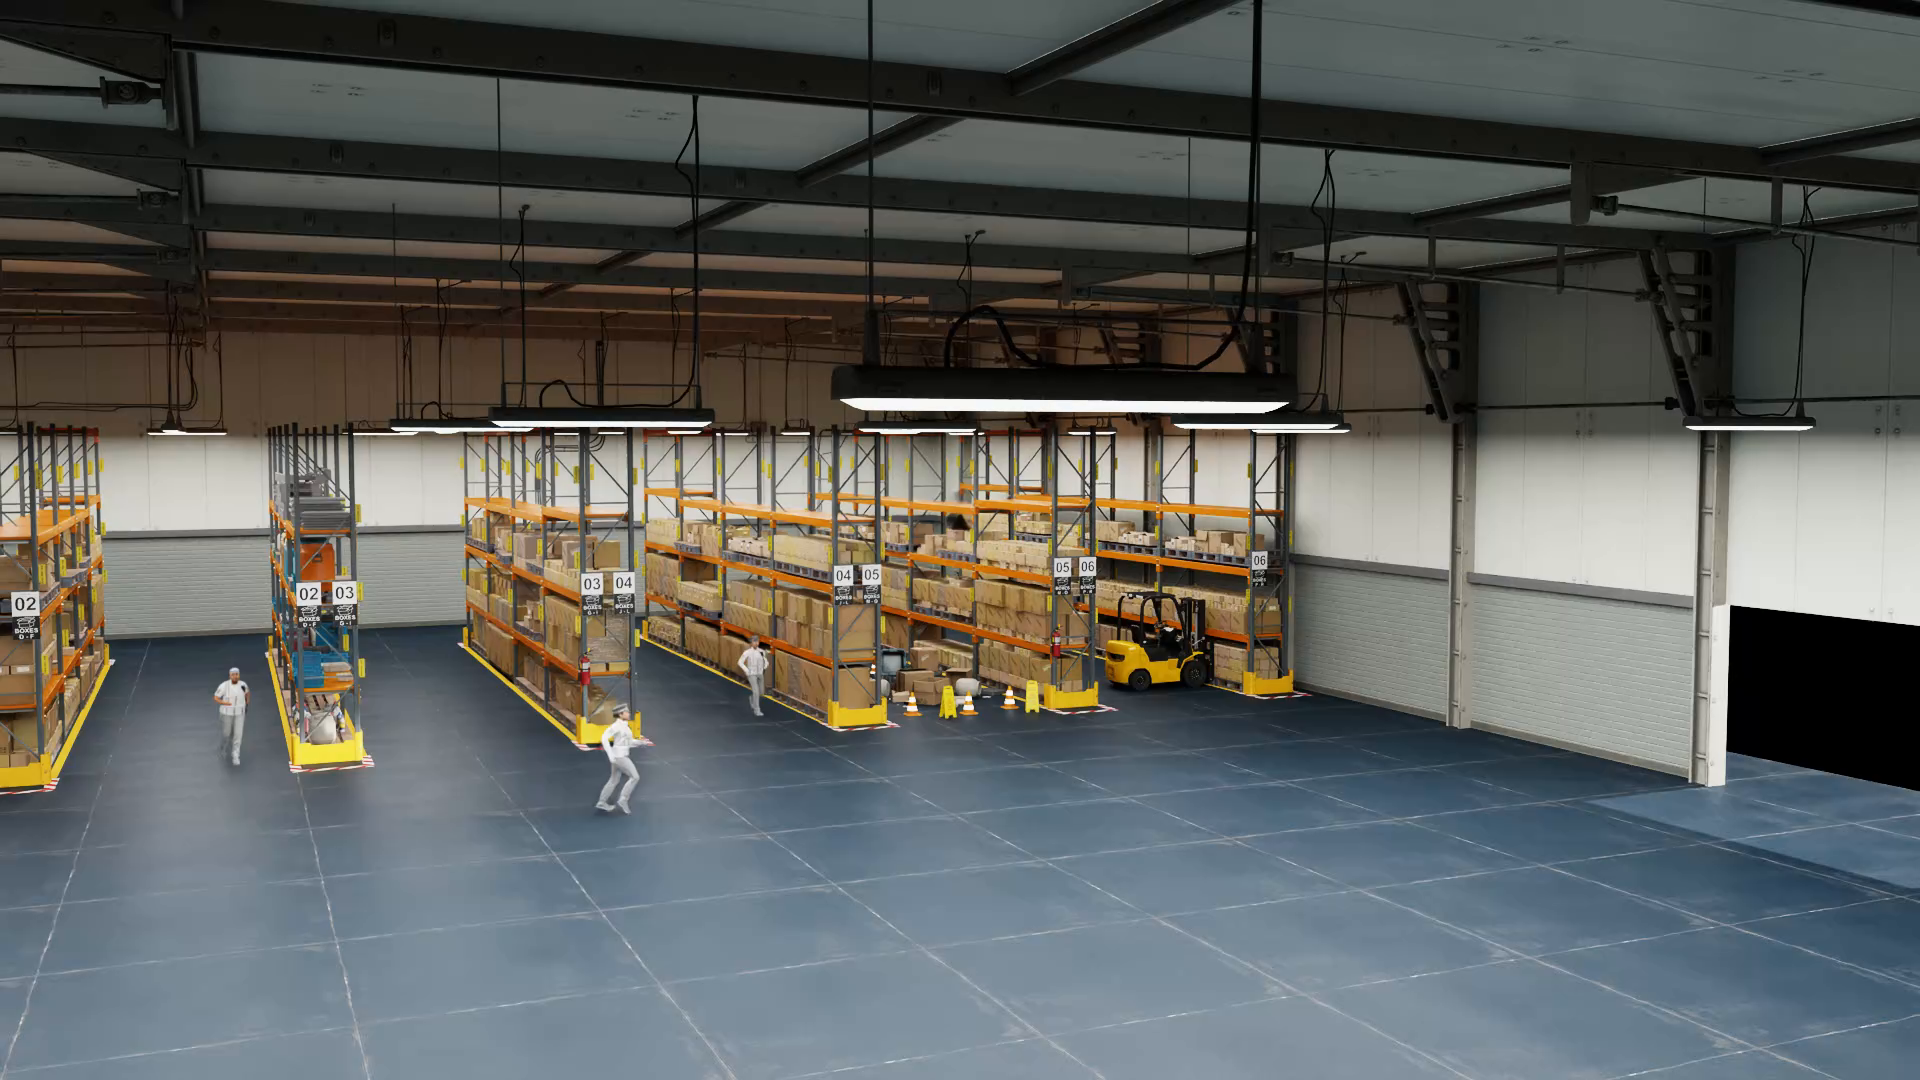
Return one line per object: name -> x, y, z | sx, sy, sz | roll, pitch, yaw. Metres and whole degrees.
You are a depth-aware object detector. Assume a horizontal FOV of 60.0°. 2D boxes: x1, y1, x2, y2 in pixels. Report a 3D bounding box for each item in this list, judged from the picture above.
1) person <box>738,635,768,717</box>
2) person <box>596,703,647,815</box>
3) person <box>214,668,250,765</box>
person -> -4.253, 2.787, 34.414 | 0.625, 1.660, 0.748 | -2, 4, -32
person -> -5.168, 3.333, 25.350 | 0.783, 1.714, 0.572 | 0, 4, -6
person -> -12.884, 3.098, 29.473 | 0.622, 1.683, 0.861 | -2, 4, -32
